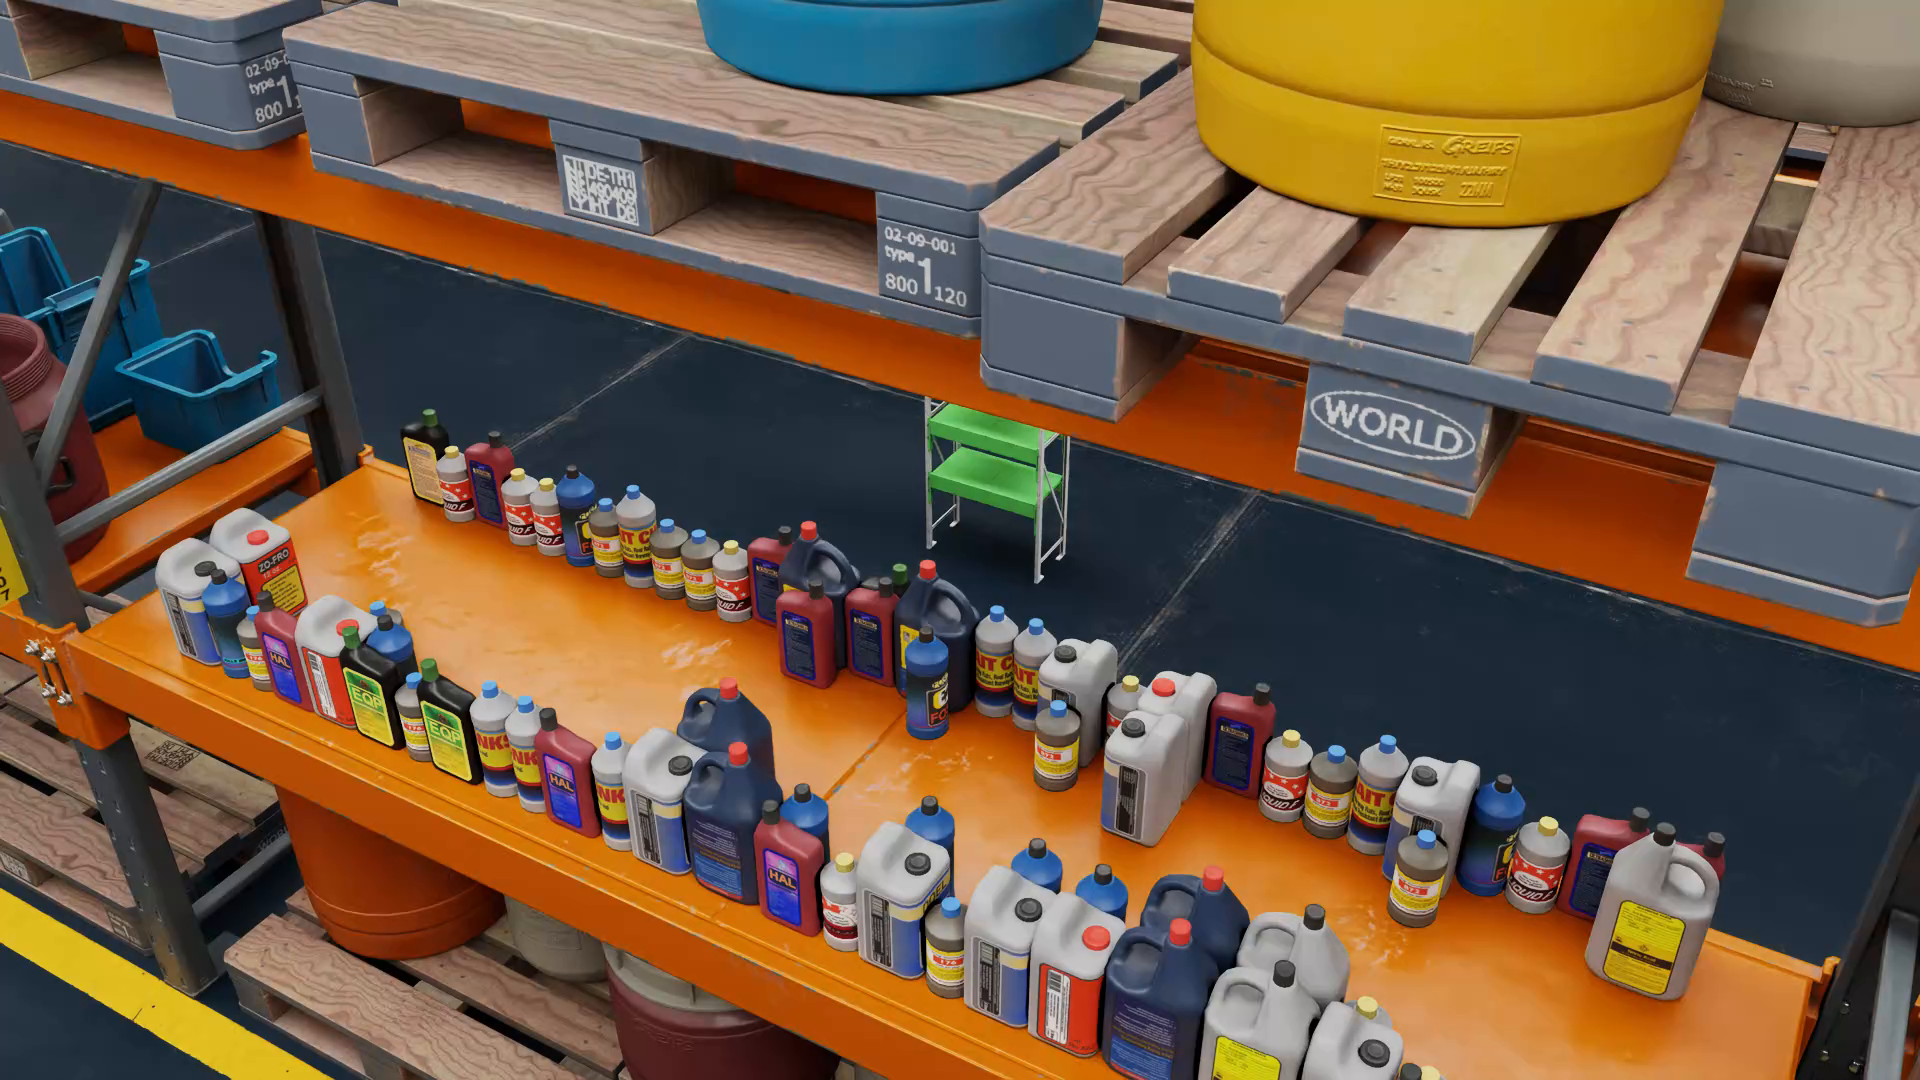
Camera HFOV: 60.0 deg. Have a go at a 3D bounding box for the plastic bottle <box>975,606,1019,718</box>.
[{"bbox_3d":[0.083,0.267,3.759,0.097,0.271,0.097,0,34,0],"label":"plastic bottle"}]

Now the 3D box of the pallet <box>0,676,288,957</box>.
[{"bbox_3d":[-2.654,0.743,5.443,1.213,0.211,1.003,18,37,24],"label":"pallet"}]

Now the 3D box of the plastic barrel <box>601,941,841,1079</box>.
[{"bbox_3d":[-0.587,1.080,4.218,0.708,0.588,0.600,18,37,24],"label":"plastic barrel"}]

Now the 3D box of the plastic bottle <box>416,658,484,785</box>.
[{"bbox_3d":[-1.090,0.387,3.568,0.133,0.283,0.061,18,37,24],"label":"plastic bottle"}]

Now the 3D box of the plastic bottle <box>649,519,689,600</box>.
[{"bbox_3d":[-0.724,0.041,4.162,0.097,0.201,0.097,0,34,0],"label":"plastic bottle"}]

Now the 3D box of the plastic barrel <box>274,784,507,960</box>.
[{"bbox_3d":[-1.567,0.669,4.618,0.708,0.830,0.600,18,37,24],"label":"plastic barrel"}]

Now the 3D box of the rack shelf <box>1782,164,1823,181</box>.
[{"bbox_3d":[2.197,-1.719,7.274,4.000,0.370,1.077,18,37,24],"label":"rack shelf"}]

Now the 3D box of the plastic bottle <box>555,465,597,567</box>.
[{"bbox_3d":[-0.977,-0.069,4.263,0.097,0.271,0.097,0,34,0],"label":"plastic bottle"}]

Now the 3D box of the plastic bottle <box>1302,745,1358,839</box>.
[{"bbox_3d":[0.770,0.514,3.451,0.097,0.201,0.097,0,34,0],"label":"plastic bottle"}]

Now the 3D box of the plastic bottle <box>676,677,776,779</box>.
[{"bbox_3d":[-0.486,0.426,3.448,0.185,0.351,0.144,18,37,24],"label":"plastic bottle"}]

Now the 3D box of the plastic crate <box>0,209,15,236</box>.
[{"bbox_3d":[-3.252,-0.804,5.193,0.583,0.464,0.402,18,37,24],"label":"plastic crate"}]

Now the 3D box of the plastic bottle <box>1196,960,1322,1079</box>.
[{"bbox_3d":[0.512,0.840,2.827,0.185,0.351,0.144,18,37,24],"label":"plastic bottle"}]

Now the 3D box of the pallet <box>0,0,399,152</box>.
[{"bbox_3d":[-1.385,-1.098,3.157,1.213,0.211,1.003,18,37,24],"label":"pallet"}]

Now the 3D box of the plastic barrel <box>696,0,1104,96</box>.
[{"bbox_3d":[-0.085,-1.113,2.178,0.708,0.901,0.600,18,37,24],"label":"plastic barrel"}]

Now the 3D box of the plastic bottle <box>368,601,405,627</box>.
[{"bbox_3d":[-1.338,0.234,3.872,0.097,0.201,0.097,0,34,0],"label":"plastic bottle"}]

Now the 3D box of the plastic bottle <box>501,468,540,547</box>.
[{"bbox_3d":[-1.146,-0.093,4.363,0.097,0.201,0.097,0,34,0],"label":"plastic bottle"}]

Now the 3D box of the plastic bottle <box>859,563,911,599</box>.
[{"bbox_3d":[-0.169,0.171,3.893,0.133,0.283,0.061,18,37,24],"label":"plastic bottle"}]

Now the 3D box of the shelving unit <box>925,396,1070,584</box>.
[{"bbox_3d":[0.144,-0.454,6.349,0.503,1.200,0.258,18,37,24],"label":"shelving unit"}]

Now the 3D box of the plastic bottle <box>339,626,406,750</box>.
[{"bbox_3d":[-1.290,0.323,3.663,0.133,0.283,0.061,18,37,24],"label":"plastic bottle"}]

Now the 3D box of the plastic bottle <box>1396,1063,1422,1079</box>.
[{"bbox_3d":[0.746,0.968,2.695,0.133,0.283,0.061,18,37,24],"label":"plastic bottle"}]

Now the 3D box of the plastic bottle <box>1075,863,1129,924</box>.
[{"bbox_3d":[0.260,0.711,3.092,0.097,0.271,0.097,0,34,0],"label":"plastic bottle"}]

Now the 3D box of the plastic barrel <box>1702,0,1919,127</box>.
[{"bbox_3d":[1.140,-0.831,2.084,0.433,0.535,0.433,0,34,0],"label":"plastic barrel"}]

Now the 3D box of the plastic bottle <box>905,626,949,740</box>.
[{"bbox_3d":[-0.074,0.310,3.695,0.097,0.271,0.097,0,34,0],"label":"plastic bottle"}]

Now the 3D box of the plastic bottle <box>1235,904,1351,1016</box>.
[{"bbox_3d":[0.583,0.770,2.932,0.185,0.351,0.144,18,37,24],"label":"plastic bottle"}]

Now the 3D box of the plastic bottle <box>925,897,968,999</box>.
[{"bbox_3d":[-0.016,0.749,3.098,0.097,0.201,0.097,0,34,0],"label":"plastic bottle"}]

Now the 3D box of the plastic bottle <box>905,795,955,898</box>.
[{"bbox_3d":[-0.058,0.610,3.244,0.097,0.271,0.097,0,34,0],"label":"plastic bottle"}]

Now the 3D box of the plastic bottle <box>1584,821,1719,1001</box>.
[{"bbox_3d":[1.292,0.671,3.081,0.185,0.351,0.144,18,37,24],"label":"plastic bottle"}]

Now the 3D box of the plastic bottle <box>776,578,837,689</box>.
[{"bbox_3d":[-0.356,0.203,3.844,0.133,0.283,0.061,18,37,24],"label":"plastic bottle"}]

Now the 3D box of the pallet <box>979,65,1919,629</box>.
[{"bbox_3d":[0.743,-0.424,2.145,1.003,0.211,1.213,18,37,24],"label":"pallet"}]

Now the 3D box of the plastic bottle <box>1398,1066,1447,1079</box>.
[{"bbox_3d":[0.770,0.959,2.782,0.097,0.201,0.097,0,34,0],"label":"plastic bottle"}]

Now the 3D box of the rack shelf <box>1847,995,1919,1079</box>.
[{"bbox_3d":[3.209,1.764,2.044,4.000,0.370,1.077,18,37,24],"label":"rack shelf"}]

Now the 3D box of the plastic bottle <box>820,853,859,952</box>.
[{"bbox_3d":[-0.218,0.686,3.194,0.097,0.201,0.097,0,34,0],"label":"plastic bottle"}]

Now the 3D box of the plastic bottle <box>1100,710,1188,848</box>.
[{"bbox_3d":[0.380,0.474,3.444,0.135,0.276,0.152,18,37,24],"label":"plastic bottle"}]

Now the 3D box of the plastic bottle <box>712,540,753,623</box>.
[{"bbox_3d":[-0.555,0.094,4.081,0.097,0.201,0.097,0,34,0],"label":"plastic bottle"}]

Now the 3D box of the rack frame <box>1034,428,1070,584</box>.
[{"bbox_3d":[0.356,-0.387,6.248,0.015,1.200,0.240,18,37,24],"label":"rack frame"}]

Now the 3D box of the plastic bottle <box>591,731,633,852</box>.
[{"bbox_3d":[-0.696,0.505,3.401,0.097,0.271,0.097,0,34,0],"label":"plastic bottle"}]

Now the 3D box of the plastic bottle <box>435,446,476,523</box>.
[{"bbox_3d":[-1.347,-0.157,4.458,0.097,0.201,0.097,0,34,0],"label":"plastic bottle"}]

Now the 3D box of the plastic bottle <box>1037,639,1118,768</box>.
[{"bbox_3d":[0.254,0.337,3.650,0.135,0.276,0.152,18,37,24],"label":"plastic bottle"}]

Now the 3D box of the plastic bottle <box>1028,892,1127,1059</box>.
[{"bbox_3d":[0.215,0.774,2.993,0.135,0.276,0.152,18,37,24],"label":"plastic bottle"}]

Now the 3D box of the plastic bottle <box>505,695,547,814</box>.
[{"bbox_3d":[-0.896,0.442,3.497,0.097,0.271,0.097,0,34,0],"label":"plastic bottle"}]

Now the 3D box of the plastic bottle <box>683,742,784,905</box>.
[{"bbox_3d":[-0.445,0.537,3.282,0.185,0.351,0.144,18,37,24],"label":"plastic bottle"}]

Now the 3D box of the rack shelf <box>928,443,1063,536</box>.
[{"bbox_3d":[0.144,-0.201,6.518,0.480,0.148,0.258,18,37,24],"label":"rack shelf"}]

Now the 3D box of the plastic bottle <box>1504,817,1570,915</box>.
[{"bbox_3d":[1.141,0.631,3.275,0.097,0.201,0.097,0,34,0],"label":"plastic bottle"}]

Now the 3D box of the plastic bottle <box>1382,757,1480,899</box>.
[{"bbox_3d":[0.942,0.555,3.323,0.135,0.276,0.152,18,37,24],"label":"plastic bottle"}]

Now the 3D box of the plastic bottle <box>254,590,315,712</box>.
[{"bbox_3d":[-1.523,0.250,3.774,0.133,0.283,0.061,18,37,24],"label":"plastic bottle"}]

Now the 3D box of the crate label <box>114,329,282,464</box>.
[{"bbox_3d":[-2.180,-0.412,4.814,0.416,0.233,0.303,18,37,24],"label":"crate label"}]

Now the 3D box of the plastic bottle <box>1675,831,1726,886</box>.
[{"bbox_3d":[1.366,0.657,3.163,0.133,0.283,0.061,18,37,24],"label":"plastic bottle"}]

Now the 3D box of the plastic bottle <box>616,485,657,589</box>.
[{"bbox_3d":[-0.808,-0.015,4.183,0.097,0.271,0.097,0,34,0],"label":"plastic bottle"}]

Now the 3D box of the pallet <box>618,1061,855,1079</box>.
[{"bbox_3d":[-0.240,1.508,4.295,1.213,0.211,1.003,18,37,24],"label":"pallet"}]

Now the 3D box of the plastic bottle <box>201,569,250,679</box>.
[{"bbox_3d":[-1.698,0.187,3.878,0.097,0.271,0.097,0,34,0],"label":"plastic bottle"}]

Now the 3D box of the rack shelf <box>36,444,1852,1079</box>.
[{"bbox_3d":[-0.264,0.664,3.696,4.000,0.370,1.077,18,37,24],"label":"rack shelf"}]

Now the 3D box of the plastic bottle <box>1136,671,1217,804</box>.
[{"bbox_3d":[0.455,0.401,3.554,0.135,0.276,0.152,18,37,24],"label":"plastic bottle"}]
